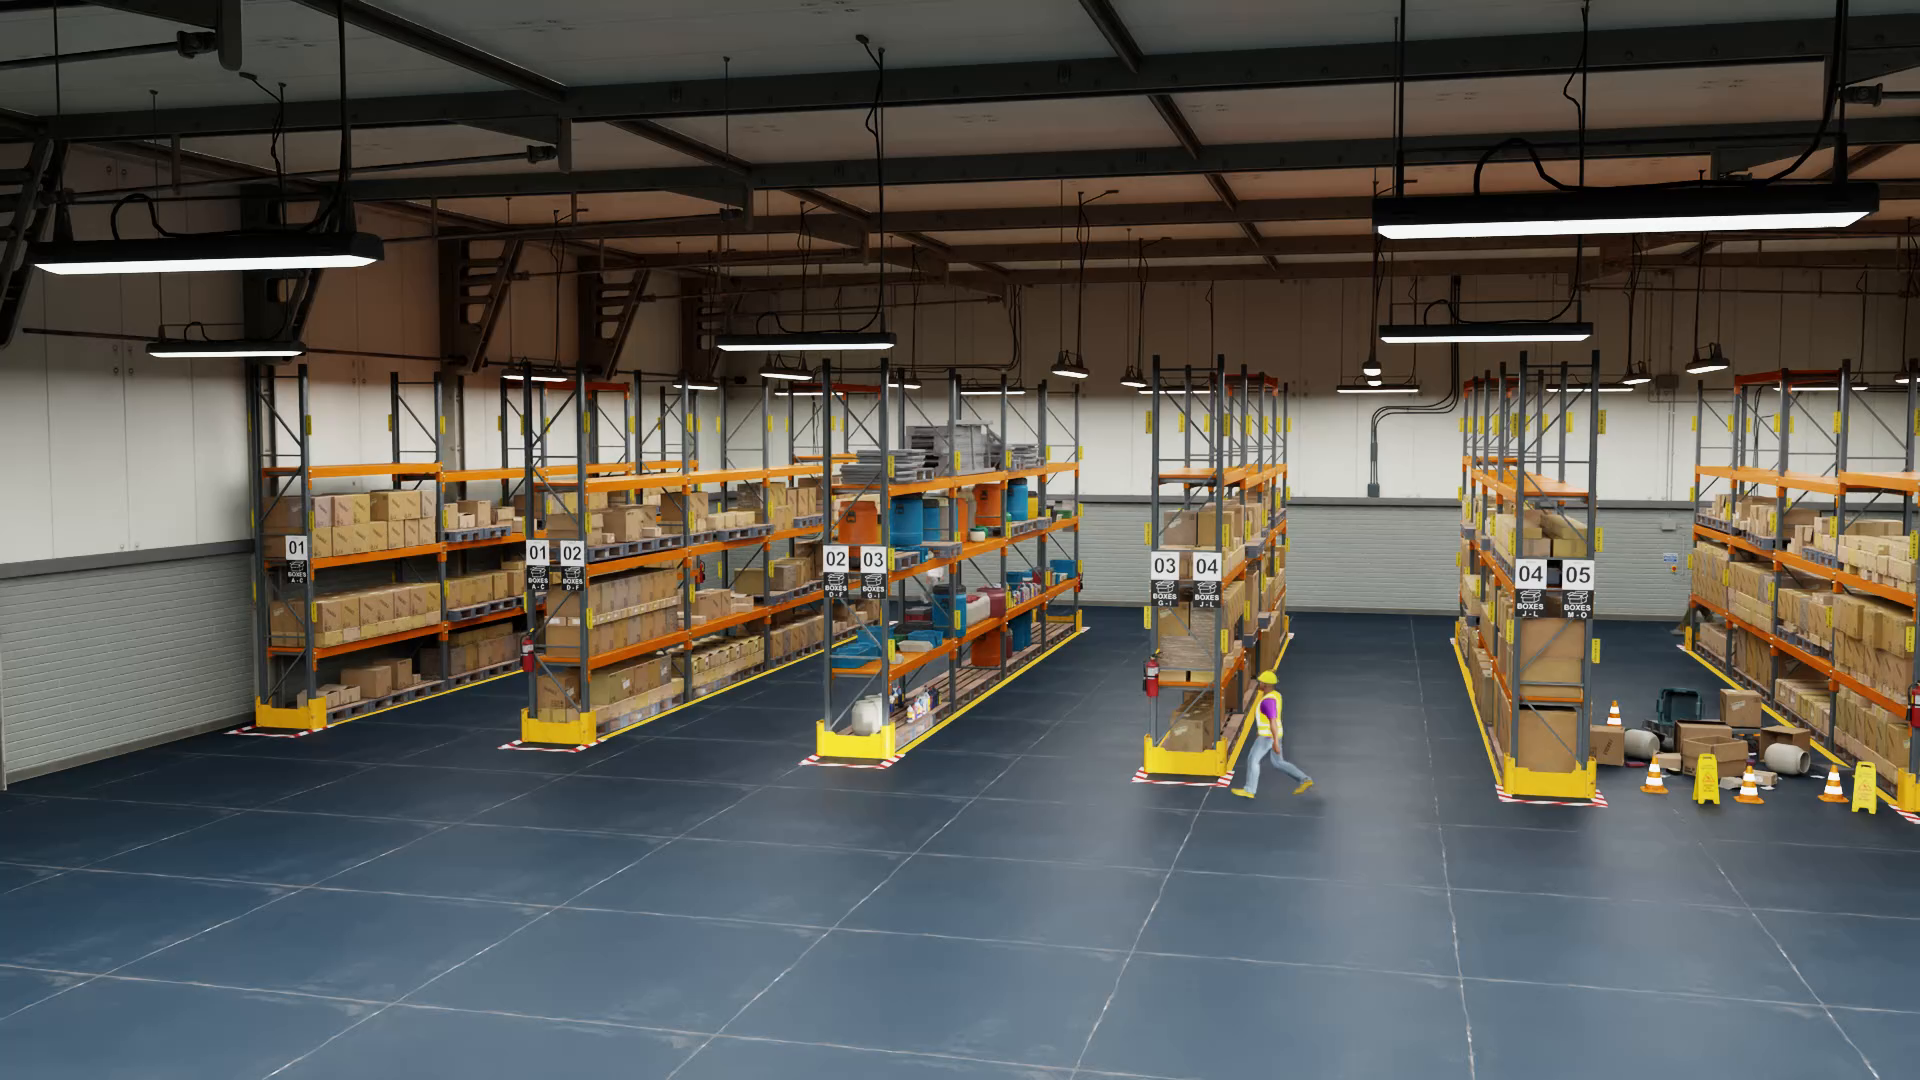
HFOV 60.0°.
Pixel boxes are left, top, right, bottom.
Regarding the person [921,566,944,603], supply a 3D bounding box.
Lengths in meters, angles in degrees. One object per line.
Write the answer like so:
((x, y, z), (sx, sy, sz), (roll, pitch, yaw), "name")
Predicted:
((-0.702, 0.983, 45.807), (1.052, 1.726, 0.522), (3, 5, 37), "person")

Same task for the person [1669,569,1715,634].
((17.480, 1.390, 39.505), (1.065, 1.717, 0.564), (2, 5, 30), "person")

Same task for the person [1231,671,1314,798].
((4.189, 2.613, 22.262), (1.068, 1.715, 0.647), (1, 4, 19), "person")
